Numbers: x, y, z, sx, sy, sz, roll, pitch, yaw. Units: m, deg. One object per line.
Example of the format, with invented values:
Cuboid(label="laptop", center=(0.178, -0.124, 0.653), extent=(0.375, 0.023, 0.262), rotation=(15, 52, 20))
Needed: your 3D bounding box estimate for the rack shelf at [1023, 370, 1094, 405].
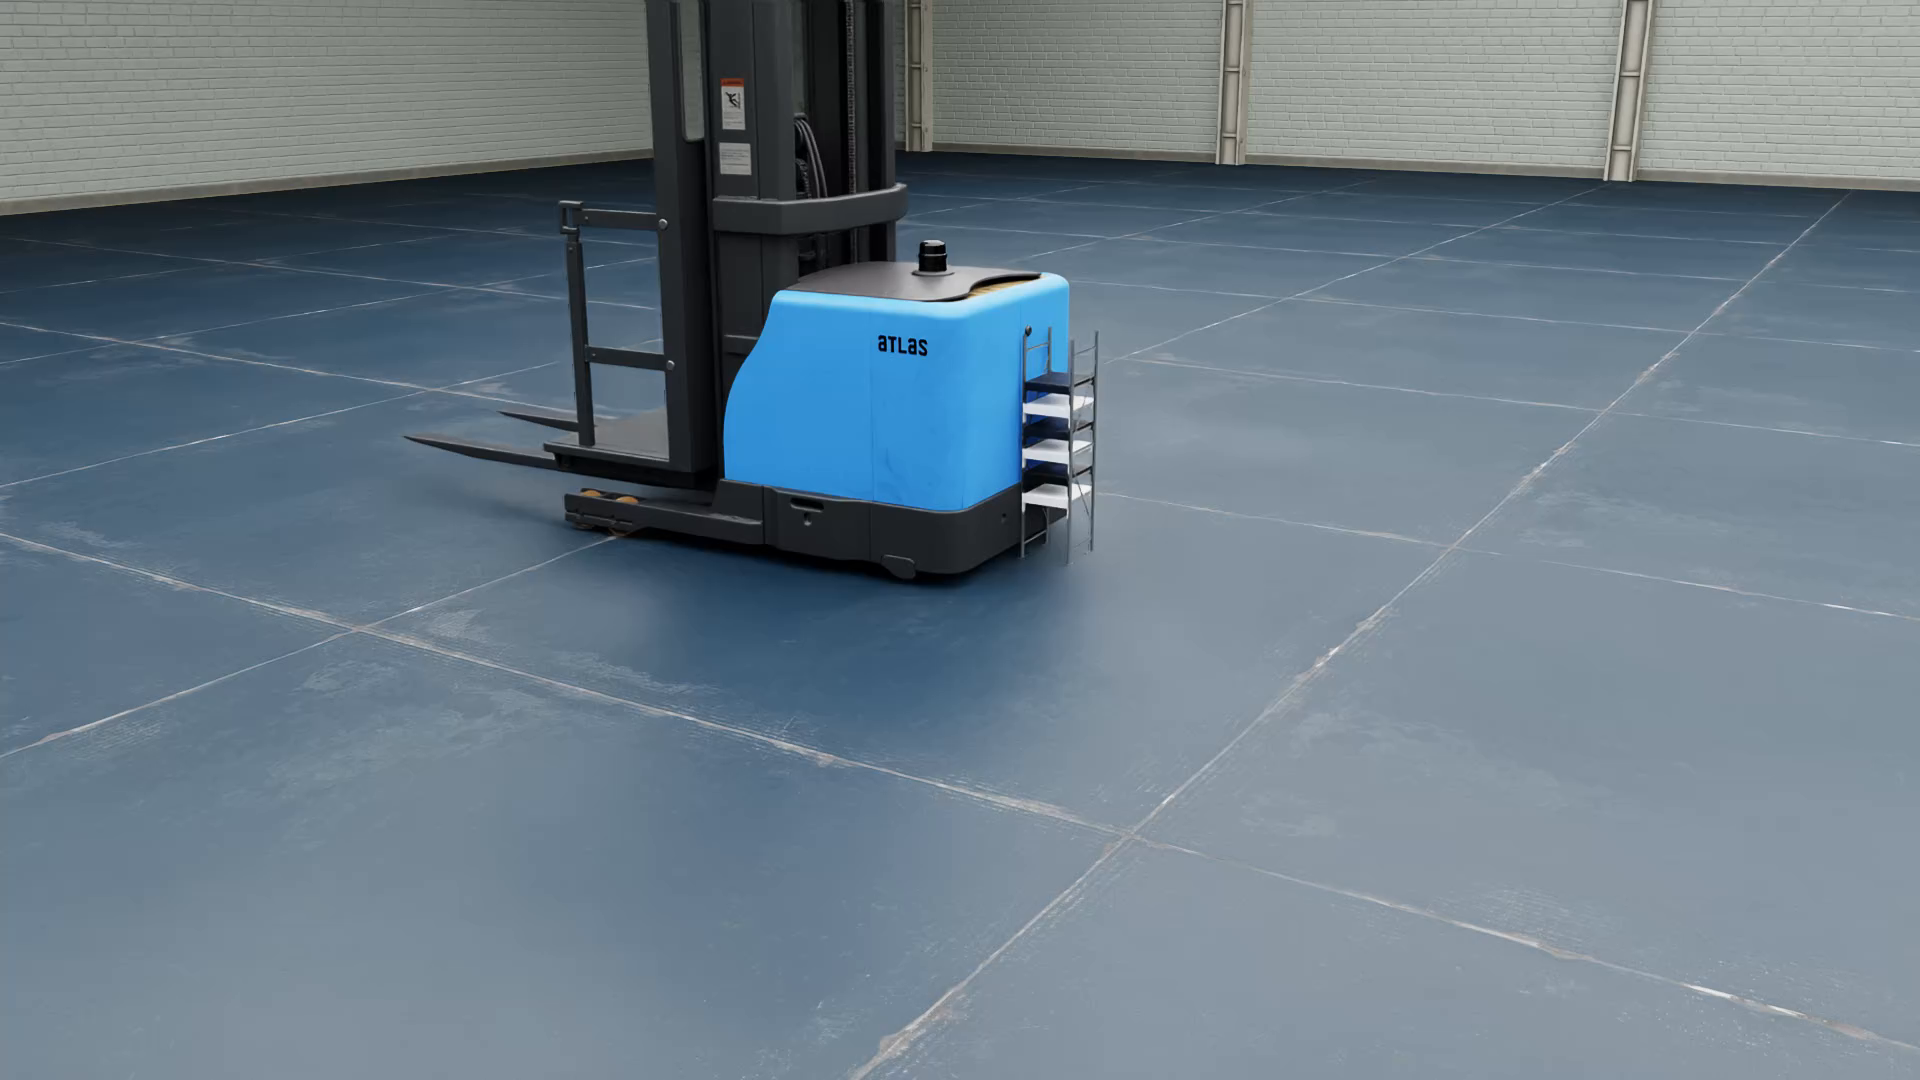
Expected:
Cuboid(label="rack shelf", center=(0.391, -0.595, 6.479), extent=(0.200, 0.077, 0.258), rotation=(9, 19, 28))

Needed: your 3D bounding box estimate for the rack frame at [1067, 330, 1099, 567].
Cuboid(label="rack frame", center=(0.480, -0.355, 6.500), extent=(0.006, 0.900, 0.240), rotation=(9, 19, 28))

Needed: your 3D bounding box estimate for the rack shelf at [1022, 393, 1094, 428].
Cuboid(label="rack shelf", center=(0.391, -0.509, 6.505), extent=(0.200, 0.077, 0.258), rotation=(9, 19, 28))

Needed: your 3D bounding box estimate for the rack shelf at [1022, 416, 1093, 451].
Cuboid(label="rack shelf", center=(0.391, -0.423, 6.531), extent=(0.200, 0.077, 0.258), rotation=(9, 19, 28))

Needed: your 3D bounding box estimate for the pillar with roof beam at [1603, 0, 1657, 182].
Cuboid(label="pillar with roof beam", center=(7.241, -8.419, 19.114), extent=(0.400, 9.000, 9.100), rotation=(10, 20, 30))

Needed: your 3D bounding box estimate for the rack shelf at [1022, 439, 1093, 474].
Cuboid(label="rack shelf", center=(0.391, -0.337, 6.557), extent=(0.200, 0.077, 0.258), rotation=(9, 19, 28))

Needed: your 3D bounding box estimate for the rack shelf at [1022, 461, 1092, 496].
Cuboid(label="rack shelf", center=(0.391, -0.251, 6.583), extent=(0.200, 0.077, 0.258), rotation=(9, 19, 28))

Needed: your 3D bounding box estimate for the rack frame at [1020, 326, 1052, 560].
Cuboid(label="rack frame", center=(0.302, -0.383, 6.594), extent=(0.006, 0.900, 0.240), rotation=(9, 19, 28))

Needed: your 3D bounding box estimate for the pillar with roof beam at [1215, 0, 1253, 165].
Cuboid(label="pillar with roof beam", center=(2.128, -9.331, 22.118), extent=(0.400, 9.000, 9.100), rotation=(10, 20, 30))

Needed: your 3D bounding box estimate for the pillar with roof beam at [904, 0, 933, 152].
Cuboid(label="pillar with roof beam", center=(-2.984, -10.244, 25.123), extent=(0.400, 9.000, 9.100), rotation=(10, 20, 30))

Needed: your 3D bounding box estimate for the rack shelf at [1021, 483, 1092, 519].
Cuboid(label="rack shelf", center=(0.391, -0.165, 6.609), extent=(0.200, 0.077, 0.258), rotation=(9, 19, 28))

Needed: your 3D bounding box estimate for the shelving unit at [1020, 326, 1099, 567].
Cuboid(label="shelving unit", center=(0.391, -0.369, 6.547), extent=(0.210, 0.900, 0.258), rotation=(9, 19, 28))

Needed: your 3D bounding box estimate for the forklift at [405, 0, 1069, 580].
Cuboid(label="forklift", center=(-1.084, -1.540, 6.910), extent=(3.031, 2.935, 1.130), rotation=(9, 19, 28))
